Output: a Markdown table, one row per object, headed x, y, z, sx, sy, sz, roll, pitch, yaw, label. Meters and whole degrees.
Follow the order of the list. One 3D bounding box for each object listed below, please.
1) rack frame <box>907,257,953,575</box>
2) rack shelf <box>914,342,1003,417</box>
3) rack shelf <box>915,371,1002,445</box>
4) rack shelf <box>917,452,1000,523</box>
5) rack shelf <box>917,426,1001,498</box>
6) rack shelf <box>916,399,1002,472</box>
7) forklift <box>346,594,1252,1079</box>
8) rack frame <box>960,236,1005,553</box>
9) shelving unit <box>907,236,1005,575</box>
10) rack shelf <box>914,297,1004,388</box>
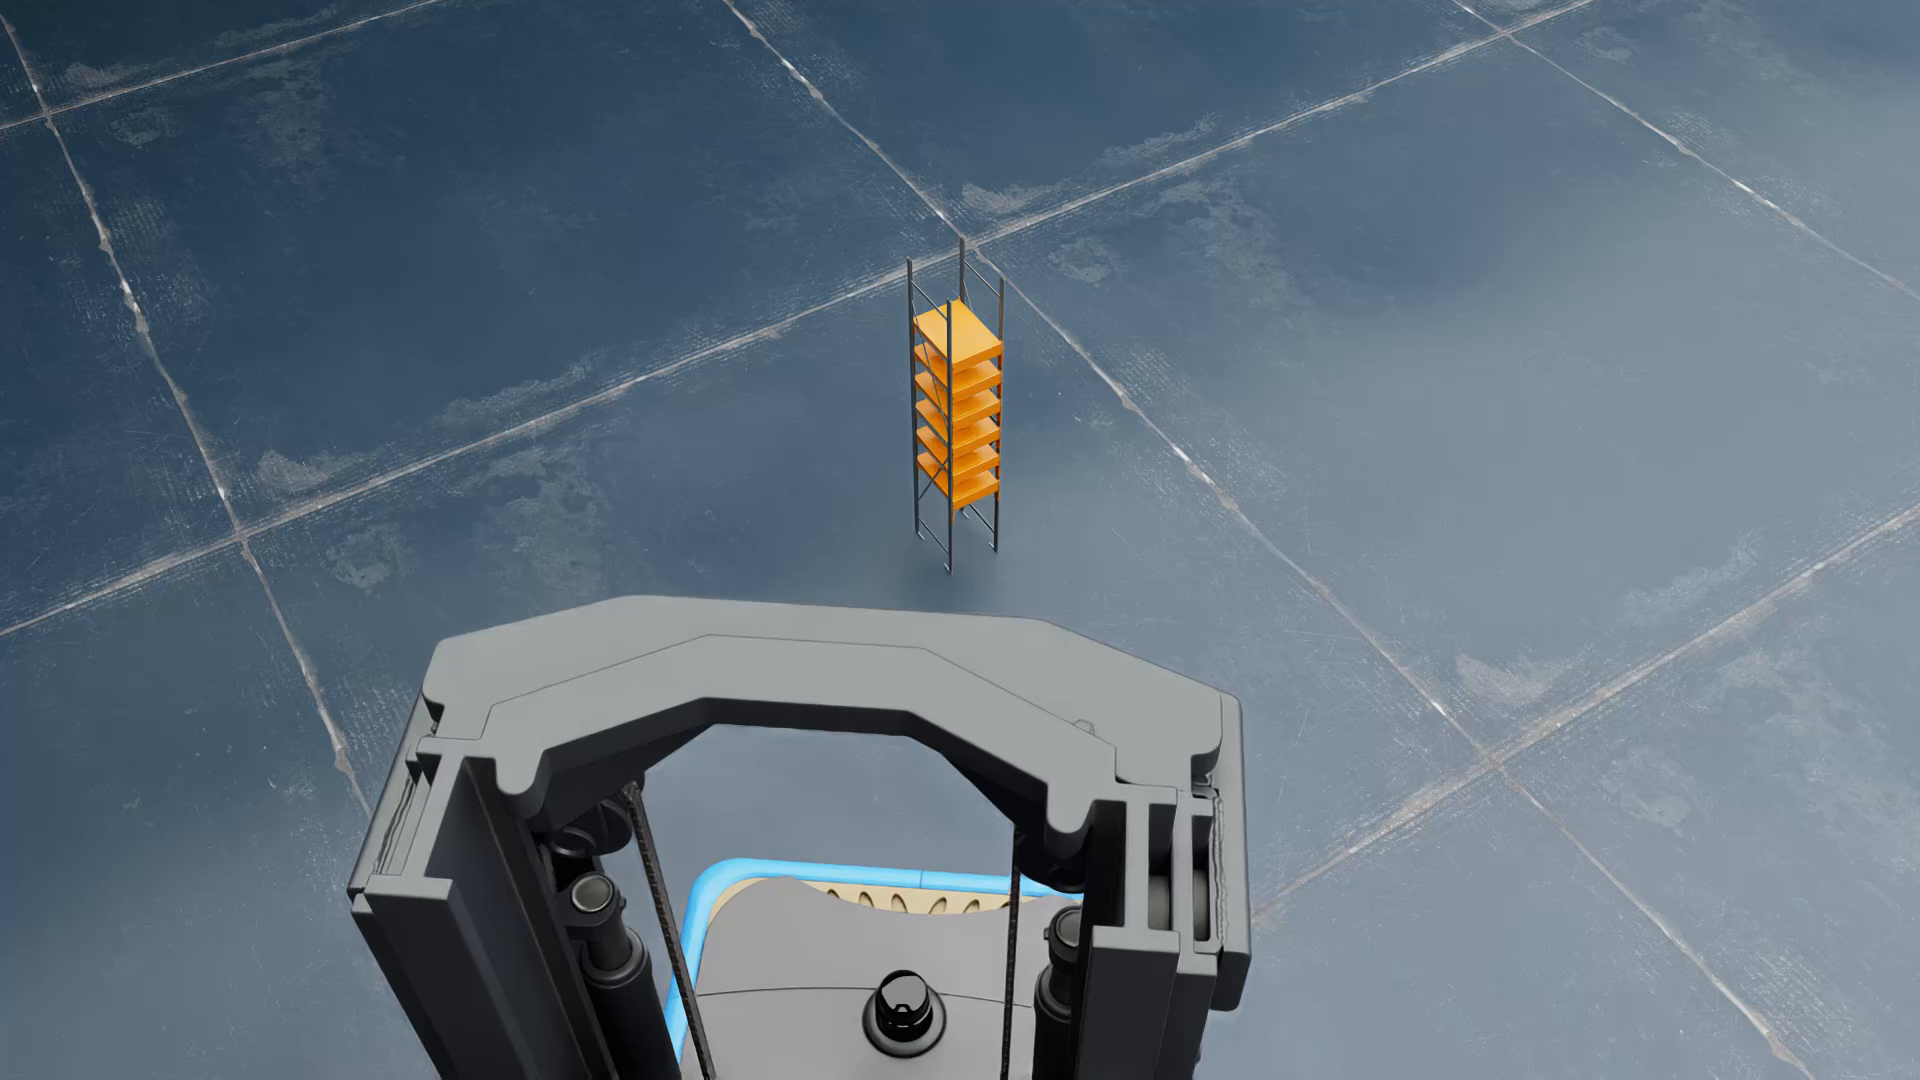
| x | y | z | sx | sy | sz | roll | pitch | yaw | label |
| --- | --- | --- | --- | --- | --- | --- | --- | --- | --- |
| -0.090 | -0.357 | 5.264 | 0.006 | 1.200 | 0.240 | -25 | 53 | -21 | rack frame |
| -0.012 | -0.523 | 5.151 | 0.180 | 0.103 | 0.258 | -25 | 53 | -21 | rack shelf |
| -0.012 | -0.444 | 5.240 | 0.180 | 0.103 | 0.258 | -25 | 53 | -21 | rack shelf |
| -0.012 | -0.204 | 5.509 | 0.180 | 0.103 | 0.258 | -25 | 53 | -21 | rack shelf |
| -0.012 | -0.284 | 5.420 | 0.180 | 0.103 | 0.258 | -25 | 53 | -21 | rack shelf |
| -0.012 | -0.364 | 5.330 | 0.180 | 0.103 | 0.258 | -25 | 53 | -21 | rack shelf |
| -0.203 | 1.570 | 2.389 | 1.130 | 2.935 | 3.031 | 3 | 48 | 3 | forklift |
| 0.065 | -0.430 | 5.329 | 0.006 | 1.200 | 0.240 | -25 | 53 | -21 | rack frame |
| -0.012 | -0.393 | 5.297 | 0.189 | 1.200 | 0.258 | -25 | 53 | -21 | shelving unit |
| -0.012 | -0.603 | 5.061 | 0.180 | 0.103 | 0.258 | -25 | 53 | -21 | rack shelf |
